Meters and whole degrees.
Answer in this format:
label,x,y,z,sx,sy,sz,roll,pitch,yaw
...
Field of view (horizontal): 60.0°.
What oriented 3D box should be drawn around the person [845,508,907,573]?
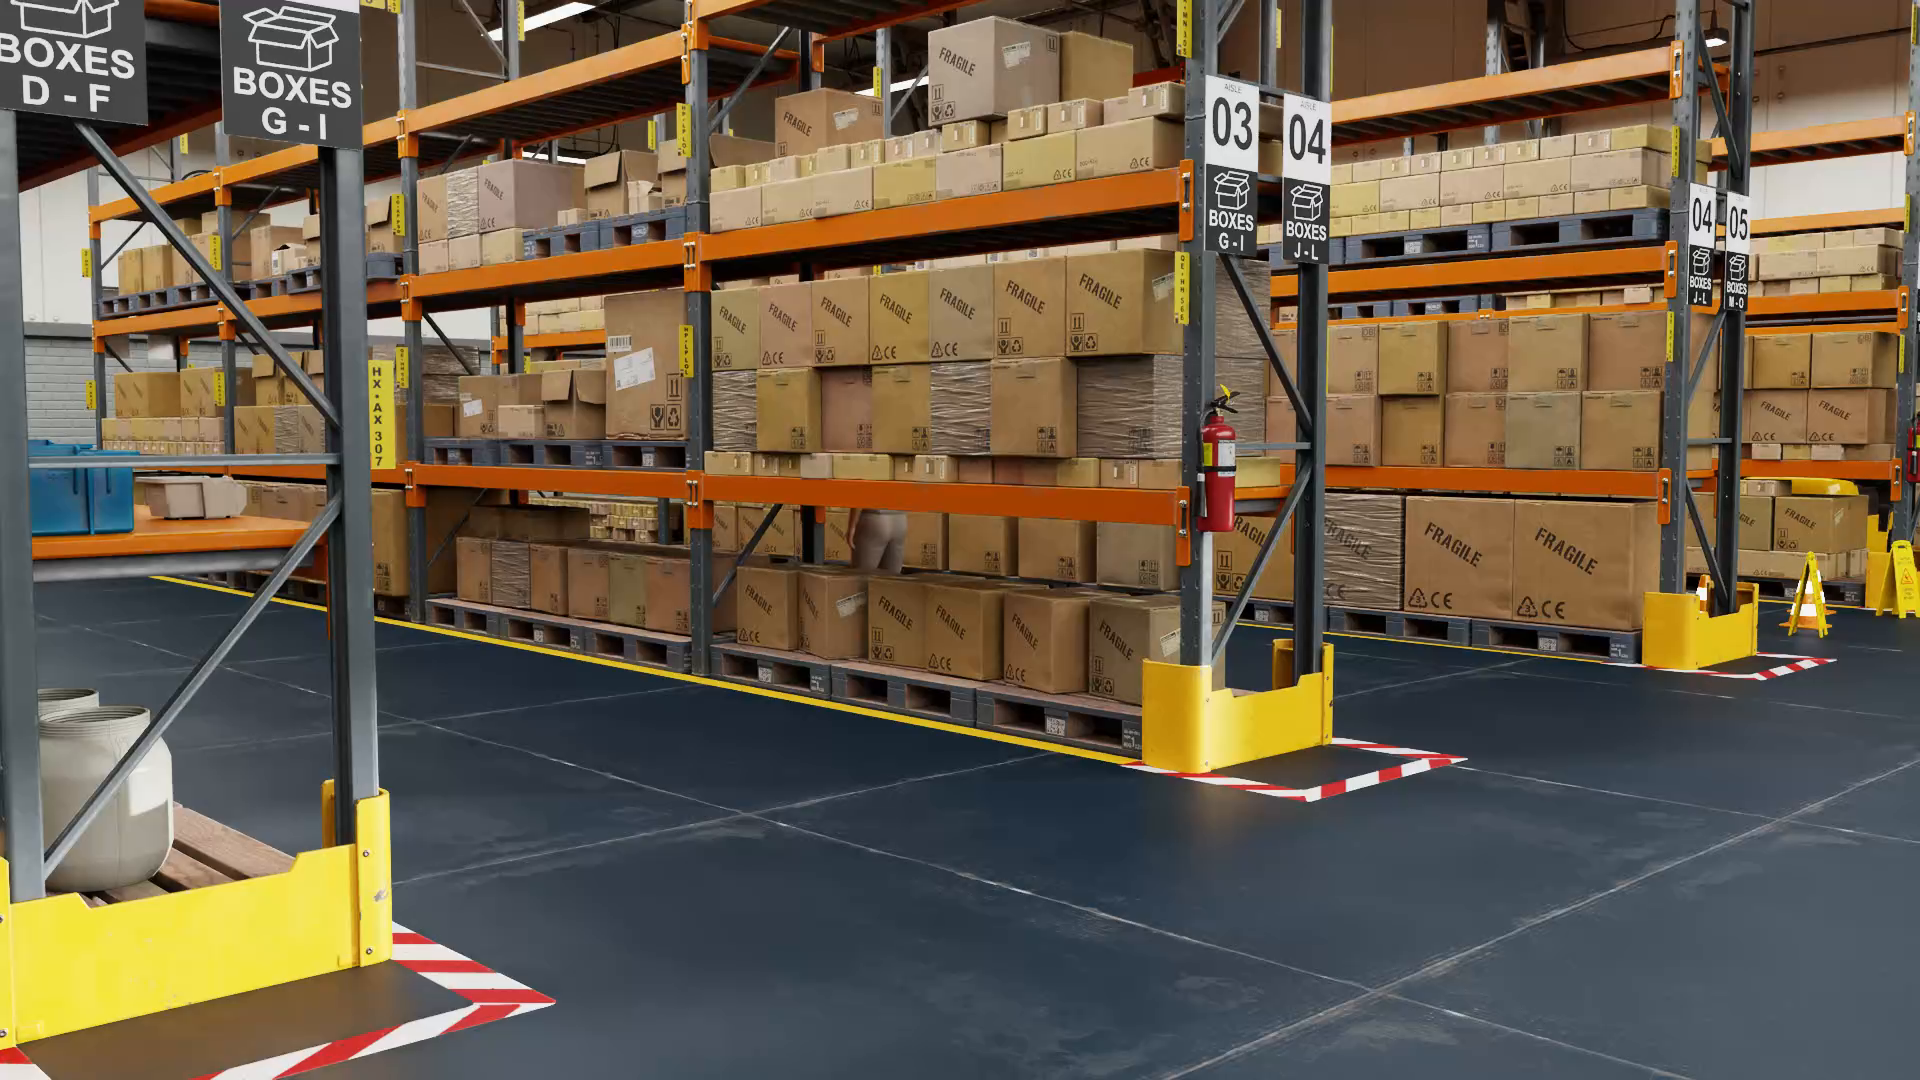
label,x,y,z,sx,sy,sz,roll,pitch,yaw
person,-0.617,-0.096,12.292,0.394,1.726,0.608,3,5,39
